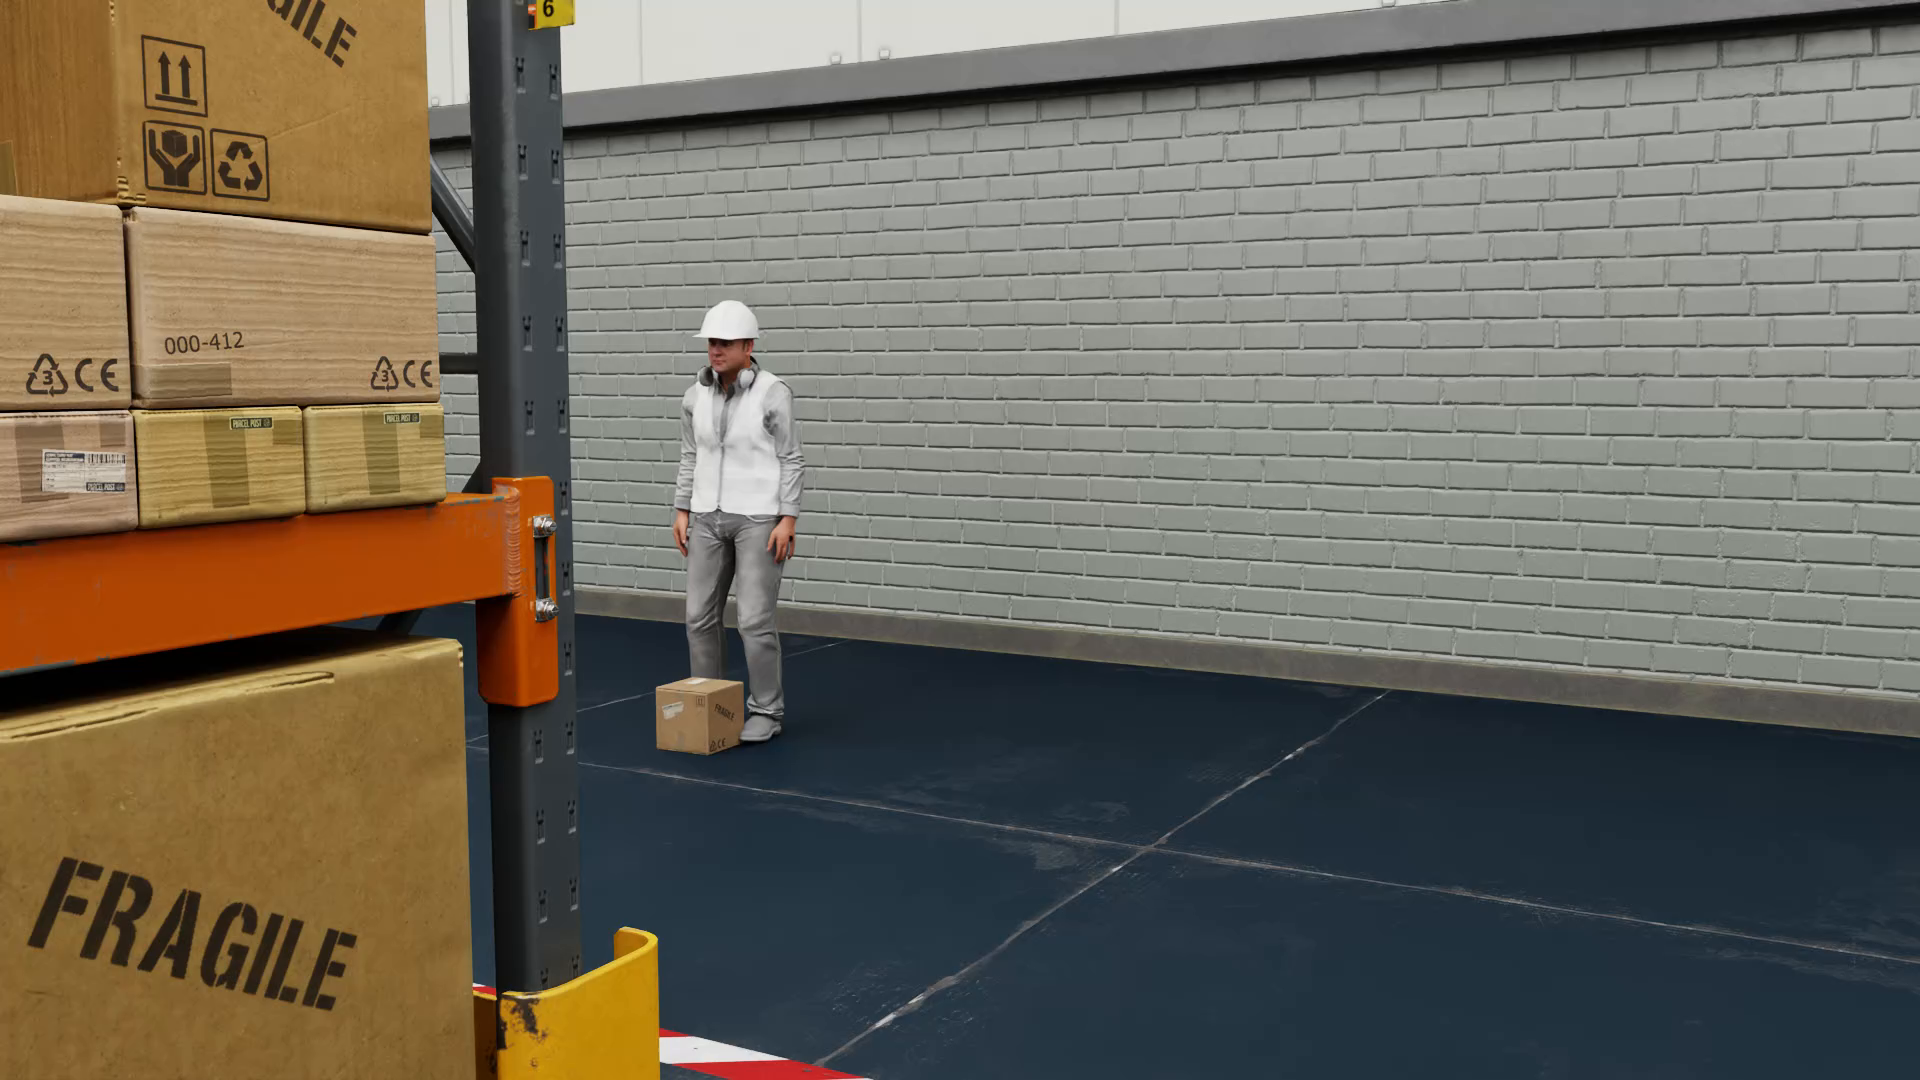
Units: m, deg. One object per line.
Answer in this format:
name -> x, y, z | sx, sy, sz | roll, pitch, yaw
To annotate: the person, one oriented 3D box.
person -> -0.912, -0.080, 6.782 | 0.581, 1.769, 0.465 | 3, 7, 26
